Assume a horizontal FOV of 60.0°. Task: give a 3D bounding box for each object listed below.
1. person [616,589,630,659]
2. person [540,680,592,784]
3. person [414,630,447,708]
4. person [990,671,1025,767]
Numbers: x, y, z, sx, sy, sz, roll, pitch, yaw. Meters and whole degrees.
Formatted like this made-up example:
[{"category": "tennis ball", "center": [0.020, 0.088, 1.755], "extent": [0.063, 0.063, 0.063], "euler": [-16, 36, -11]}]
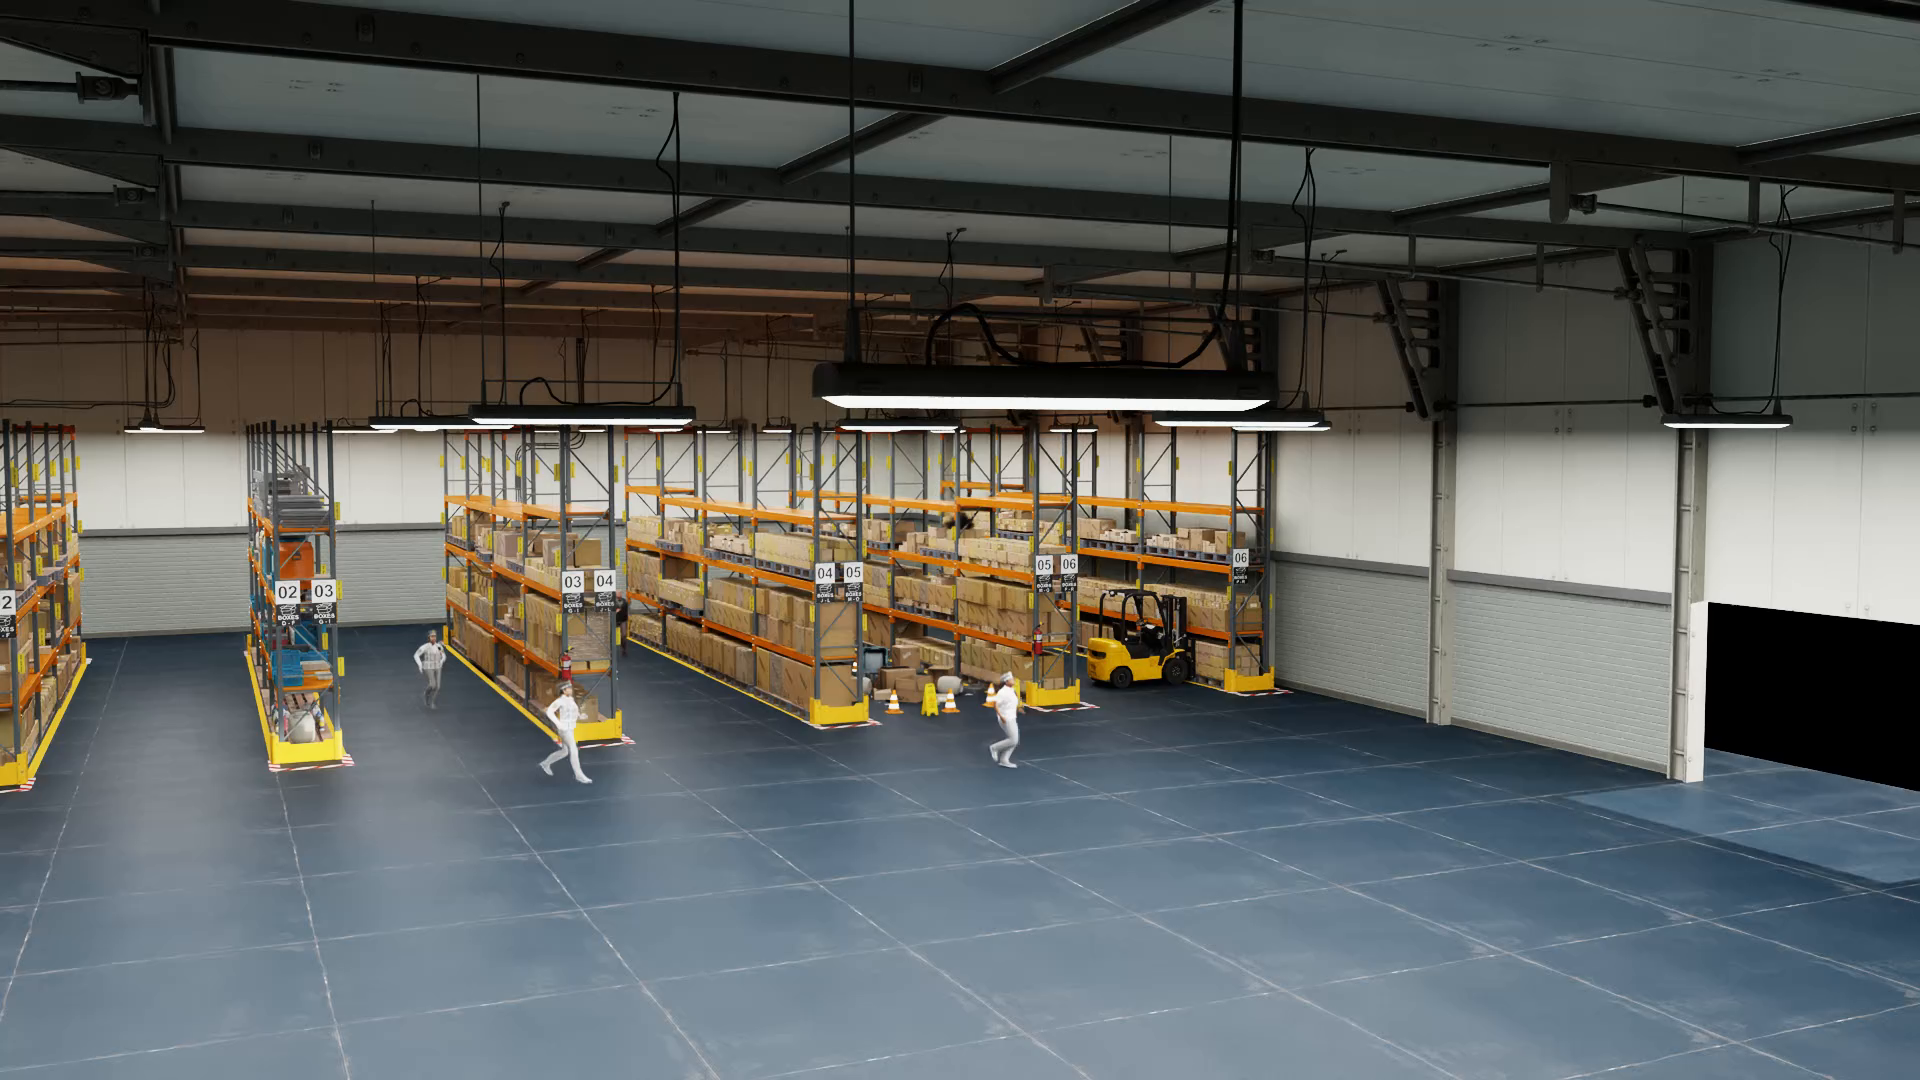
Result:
[{"category": "person", "center": [-8.859, 2.156, 43.144], "extent": [0.657, 1.777, 0.828], "euler": [-2, 4, -23]}, {"category": "person", "center": [-6.526, 3.155, 27.483], "extent": [0.924, 1.708, 0.616], "euler": [1, 4, 8]}, {"category": "person", "center": [-11.024, 2.711, 34.809], "extent": [0.607, 1.656, 0.561], "euler": [-3, 5, -41]}, {"category": "person", "center": [0.826, 3.099, 28.758], "extent": [0.568, 1.671, 0.605], "euler": [1, 4, 18]}]
